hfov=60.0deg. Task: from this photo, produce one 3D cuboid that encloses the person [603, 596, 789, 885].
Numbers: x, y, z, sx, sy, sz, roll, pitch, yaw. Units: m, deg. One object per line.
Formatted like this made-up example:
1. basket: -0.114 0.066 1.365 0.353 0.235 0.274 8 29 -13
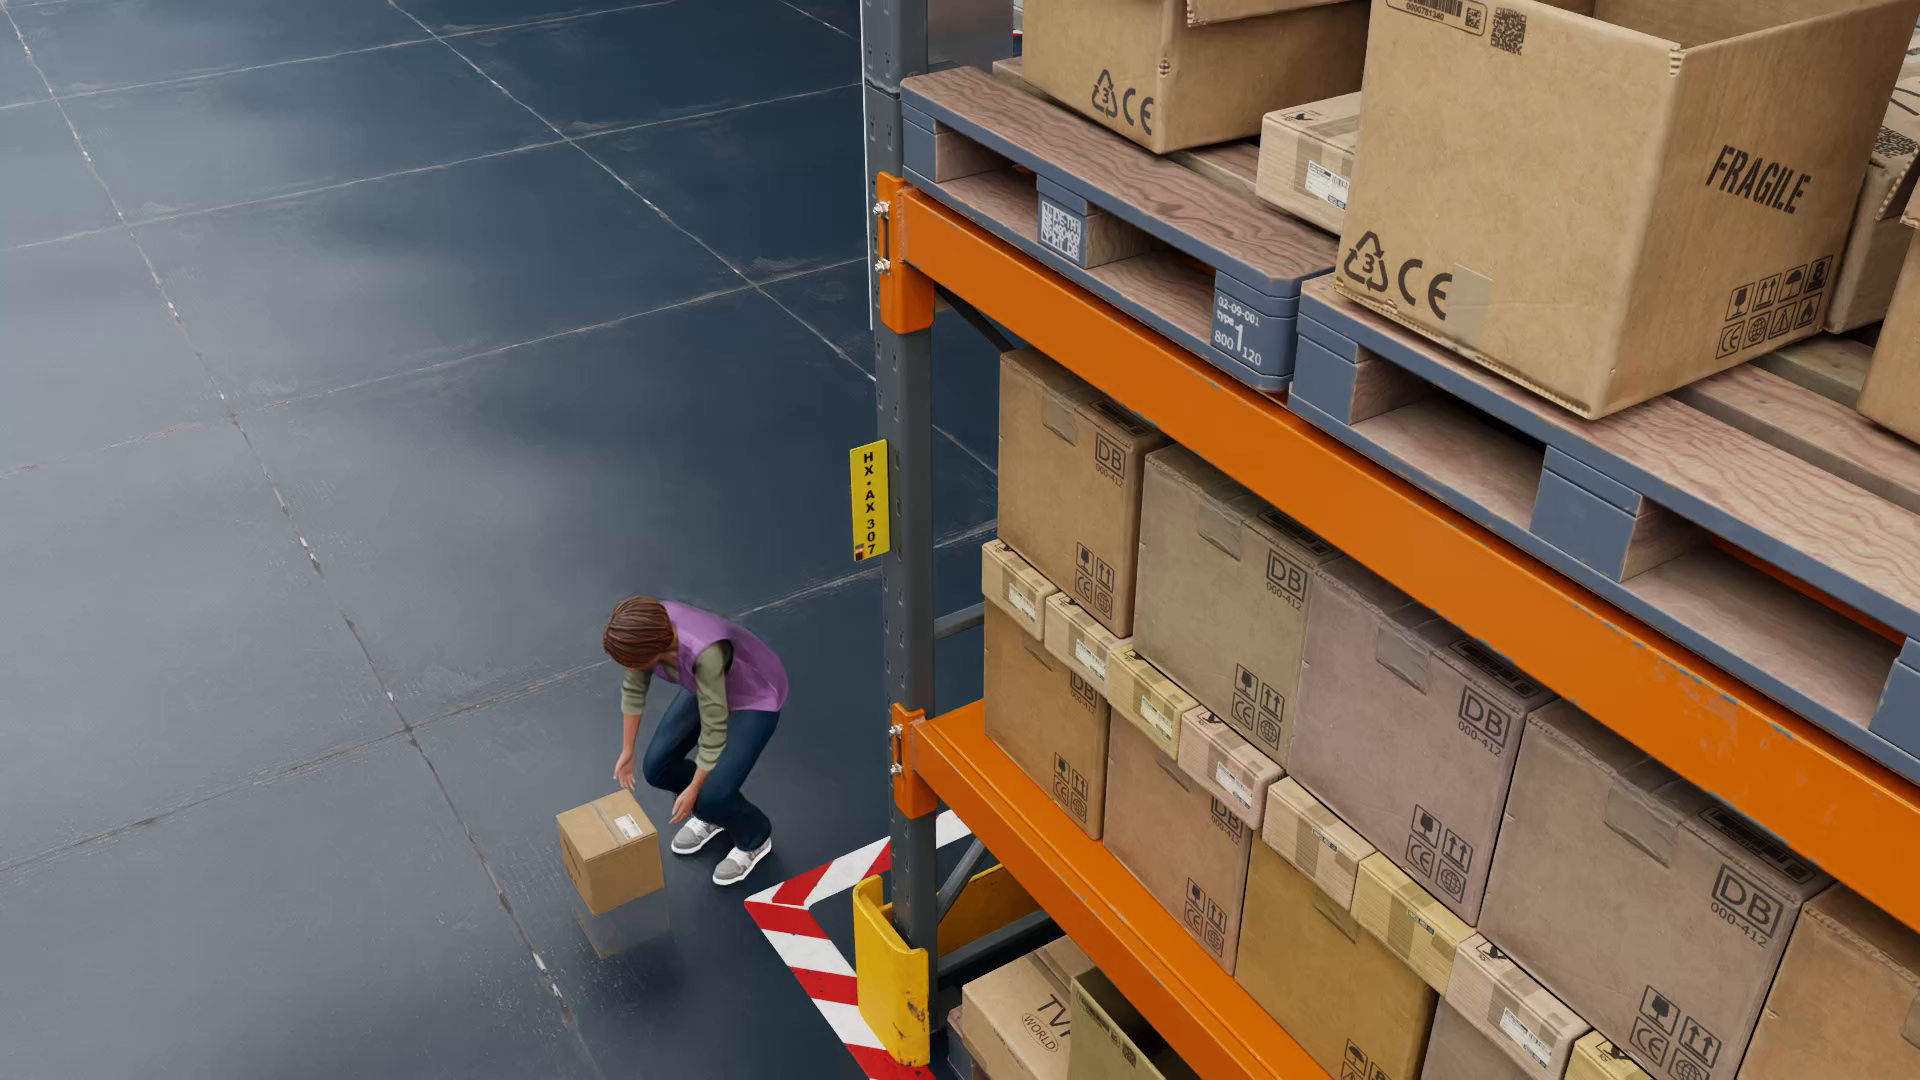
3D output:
1. person: -0.846 0.624 5.532 0.463 1.230 0.685 25 41 33
